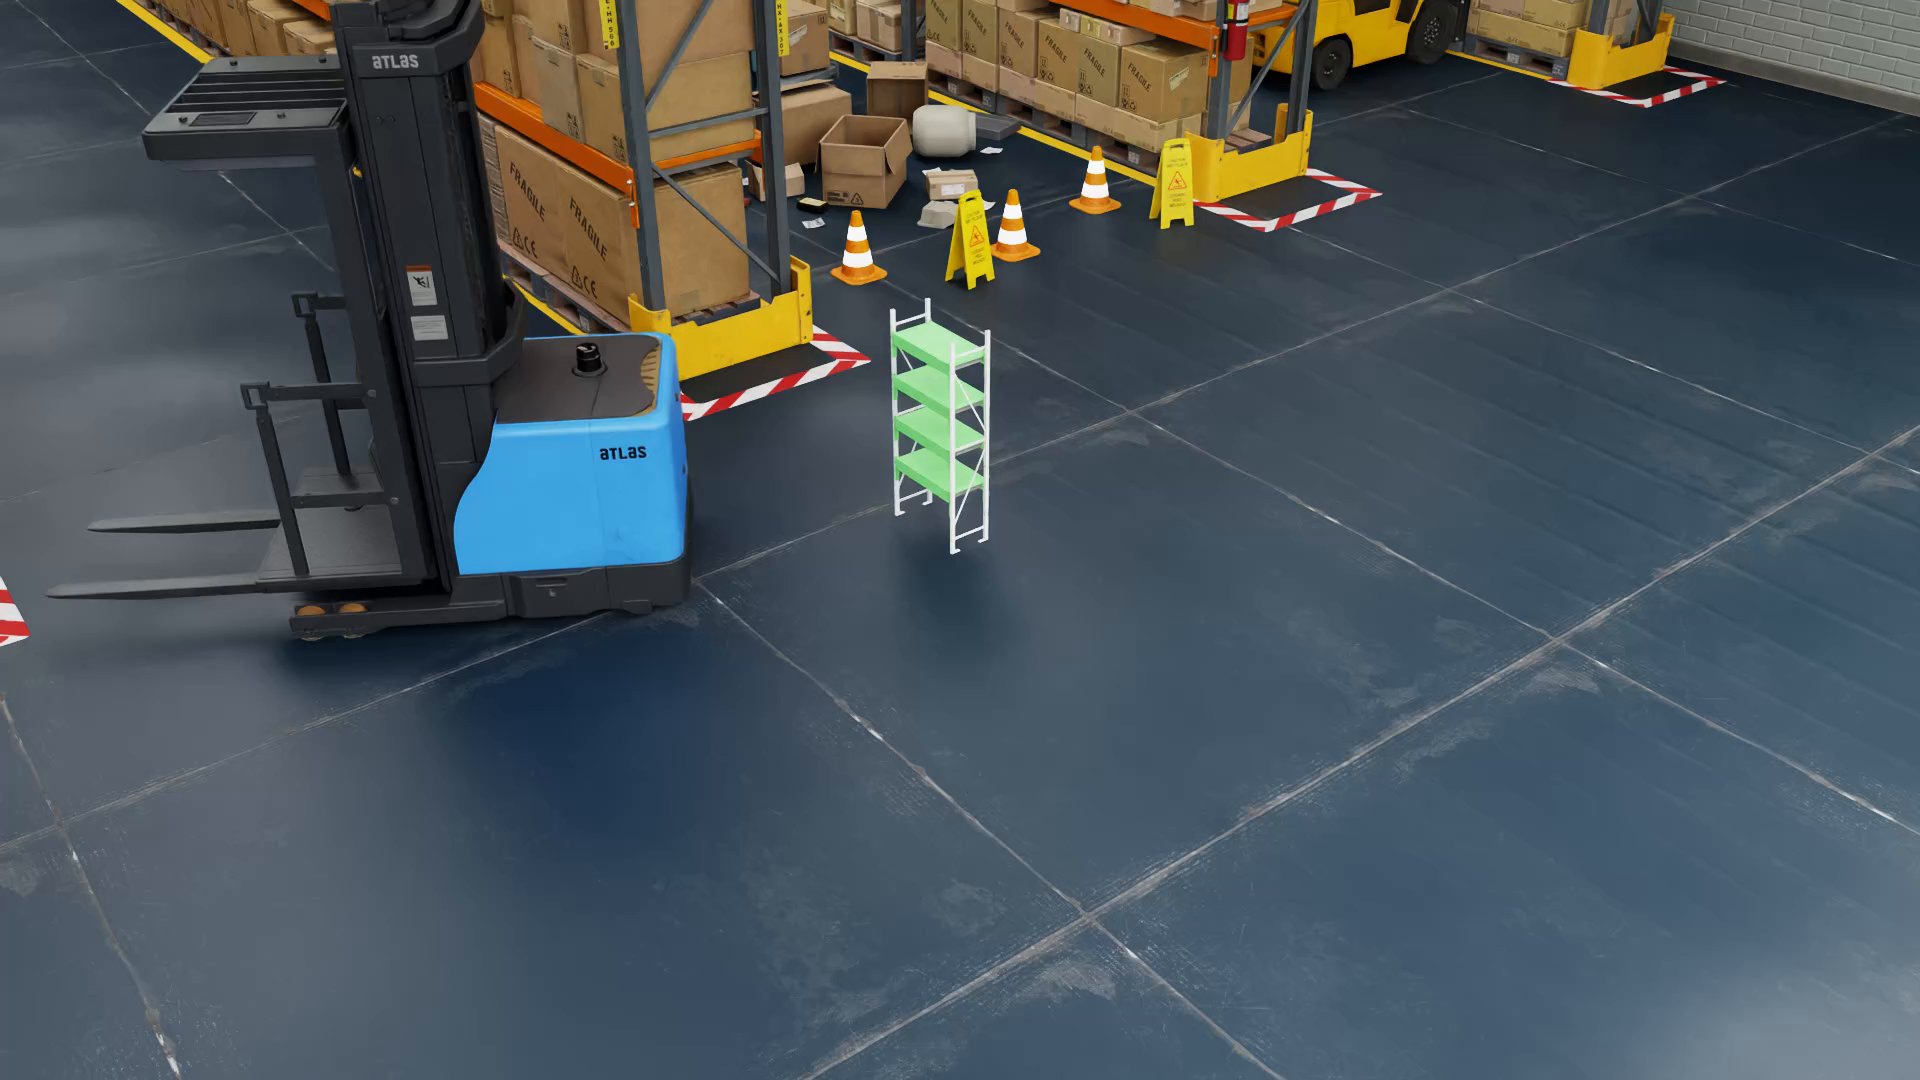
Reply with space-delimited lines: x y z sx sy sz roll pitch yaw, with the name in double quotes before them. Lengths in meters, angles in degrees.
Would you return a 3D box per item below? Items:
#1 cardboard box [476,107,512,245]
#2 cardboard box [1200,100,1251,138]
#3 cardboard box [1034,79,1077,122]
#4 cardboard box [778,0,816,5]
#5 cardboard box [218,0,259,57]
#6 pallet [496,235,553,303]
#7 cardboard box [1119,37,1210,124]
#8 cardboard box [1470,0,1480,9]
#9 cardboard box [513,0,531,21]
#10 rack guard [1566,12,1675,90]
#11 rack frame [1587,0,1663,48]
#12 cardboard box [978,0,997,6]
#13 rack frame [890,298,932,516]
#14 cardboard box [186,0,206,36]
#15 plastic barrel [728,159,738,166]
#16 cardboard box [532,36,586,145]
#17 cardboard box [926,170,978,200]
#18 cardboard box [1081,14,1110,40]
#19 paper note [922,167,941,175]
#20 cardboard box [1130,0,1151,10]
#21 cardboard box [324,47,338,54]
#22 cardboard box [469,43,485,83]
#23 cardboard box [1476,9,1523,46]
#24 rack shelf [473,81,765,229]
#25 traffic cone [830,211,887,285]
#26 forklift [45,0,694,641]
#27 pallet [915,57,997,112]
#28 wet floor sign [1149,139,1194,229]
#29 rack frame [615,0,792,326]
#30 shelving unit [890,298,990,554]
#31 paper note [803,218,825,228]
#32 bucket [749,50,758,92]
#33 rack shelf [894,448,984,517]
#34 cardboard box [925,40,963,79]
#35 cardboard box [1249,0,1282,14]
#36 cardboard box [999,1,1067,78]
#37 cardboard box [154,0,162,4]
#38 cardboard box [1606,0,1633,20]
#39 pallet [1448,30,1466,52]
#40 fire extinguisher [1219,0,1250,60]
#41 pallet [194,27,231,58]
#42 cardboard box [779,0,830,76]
"cardboard box" -3.080 -2.760 11.967 0.875 0.875 0.875 -22 38 -31
"cardboard box" 2.059 -3.556 13.841 0.500 0.250 0.500 -23 38 -32
"cardboard box" 0.990 -3.815 14.258 0.500 0.250 0.500 -24 39 -33
"cardboard box" -1.313 -5.655 17.105 0.950 0.372 0.625 -21 37 -30
"cardboard box" -6.117 -4.751 15.290 1.050 0.750 0.750 -23 38 -32
"pallet" -2.809 -2.108 11.944 1.003 0.211 1.213 -22 38 -31
"cardboard box" 1.638 -3.699 13.360 0.500 0.500 0.500 -22 38 -31
"cardboard box" 5.076 -5.473 16.453 0.500 0.250 0.500 -23 39 -32
"cardboard box" -2.356 -3.643 10.607 0.875 0.550 0.550 -22 38 -31
"rack guard" 6.268 -4.656 15.773 1.175 0.500 0.348 -22 38 -31
"rack frame" 6.254 -5.728 15.129 1.000 3.000 0.127 -22 38 -31
"cardboard box" 0.376 -4.773 14.475 0.380 0.149 0.250 -21 37 -30
"rack frame" -0.251 -0.680 8.708 0.240 1.200 0.015 -22 38 -31
"cardboard box" -7.344 -5.335 16.467 0.500 0.500 0.500 -21 37 -30
"plastic barrel" -2.059 -3.073 13.296 0.512 0.421 0.421 1 32 2
"cardboard box" -2.131 -2.903 10.438 0.875 0.550 0.550 -22 38 -31
"cardboard box" -0.064 -2.802 13.120 0.380 0.149 0.250 -4 32 -7
"cardboard box" 1.208 -4.211 13.570 0.380 0.149 0.250 -22 38 -31
"paper note" -0.220 -3.007 13.573 0.148 0.019 0.142 -10 33 -15
"cardboard box" 1.553 -4.284 13.042 0.380 0.149 0.250 -23 39 -32
"cardboard box" -4.418 -3.596 13.431 1.050 0.750 0.750 -22 38 -32
"cardboard box" -3.137 -3.572 11.517 0.875 0.550 0.550 -22 38 -31
"cardboard box" 5.418 -5.042 16.233 0.500 0.250 0.500 -22 38 -31
"rack shelf" -2.740 -3.005 11.426 1.077 0.370 4.000 -22 38 -31
"traffic cone" -0.717 -2.080 11.660 0.336 0.463 0.334 -22 38 -31
"forklift" -2.883 -1.056 7.673 3.031 2.935 1.130 -3 32 -6
"pallet" 0.322 -4.334 15.529 1.003 0.211 1.213 -22 38 -31
"wet floor sign" 1.606 -2.695 12.477 0.267 0.644 0.232 -10 33 -15
"rack frame" -1.513 -2.477 9.895 1.000 3.000 0.127 -22 38 -31
"shelving unit" -0.101 -0.579 8.545 0.258 1.200 0.503 -22 38 -31
"paper note" -1.108 -2.400 12.587 0.144 0.017 0.142 -10 33 -15
"bucket" -2.061 -4.088 14.151 0.726 0.611 0.620 -10 23 -15
"rack shelf" -0.102 -0.321 8.705 0.258 0.148 0.480 -22 38 -31
"cardboard box" 0.031 -4.464 15.303 0.500 0.250 0.500 -24 39 -33
"cardboard box" 2.290 -4.222 12.943 0.380 0.149 0.250 -22 38 -31
"cardboard box" 0.685 -4.347 14.403 0.500 0.500 0.500 -20 37 -29
"cardboard box" -8.302 -5.981 17.507 0.500 0.500 0.500 -20 37 -29
"cardboard box" 6.129 -5.214 16.036 0.500 0.250 0.500 -21 38 -31
"pallet" 5.008 -5.357 17.174 1.003 0.211 1.213 -22 38 -31
"fire extinguisher" 2.041 -3.891 12.245 0.296 0.674 0.183 -22 38 -31
"pallet" -6.897 -4.952 16.524 1.003 0.211 1.213 -22 38 -31
"cardboard box" -1.506 -4.459 14.737 0.500 0.500 0.500 -22 38 -31
